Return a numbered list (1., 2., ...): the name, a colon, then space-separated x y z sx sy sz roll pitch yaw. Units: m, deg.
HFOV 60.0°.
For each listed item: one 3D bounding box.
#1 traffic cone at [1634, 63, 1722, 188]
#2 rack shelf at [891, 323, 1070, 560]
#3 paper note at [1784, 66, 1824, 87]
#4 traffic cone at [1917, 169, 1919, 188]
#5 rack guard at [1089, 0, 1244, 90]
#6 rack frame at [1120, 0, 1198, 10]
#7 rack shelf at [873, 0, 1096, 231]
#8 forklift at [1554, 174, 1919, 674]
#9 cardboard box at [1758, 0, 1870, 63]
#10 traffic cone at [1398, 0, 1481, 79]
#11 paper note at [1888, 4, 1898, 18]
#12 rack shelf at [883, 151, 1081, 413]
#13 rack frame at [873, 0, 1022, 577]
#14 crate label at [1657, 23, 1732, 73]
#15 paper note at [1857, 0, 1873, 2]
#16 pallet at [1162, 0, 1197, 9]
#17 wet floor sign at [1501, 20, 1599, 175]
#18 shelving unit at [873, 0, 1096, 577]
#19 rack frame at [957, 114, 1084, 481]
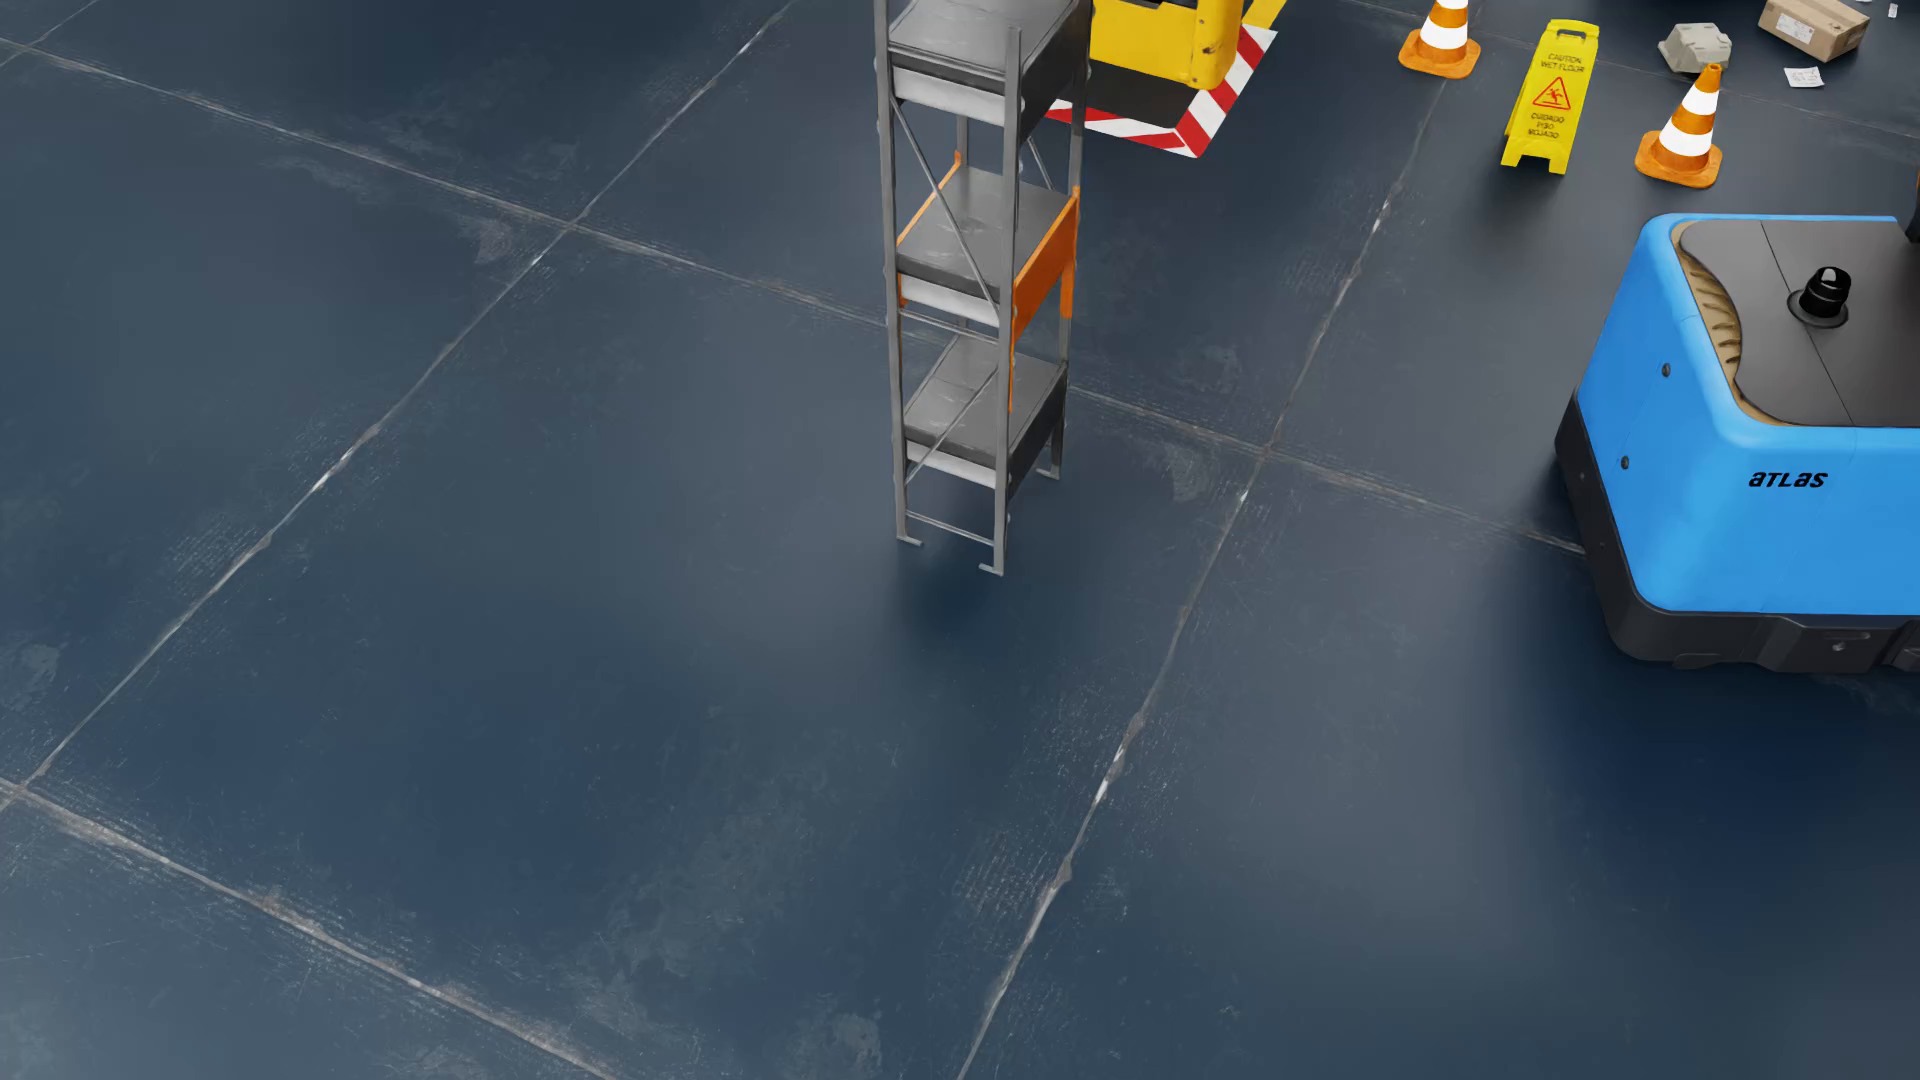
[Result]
1. traffic cone: 3.081 -1.780 6.961 0.336 0.463 0.334 20 52 16
2. rack shelf: 0.071 -0.332 5.591 0.431 0.518 0.480 20 52 16
3. paper note: 3.817 -2.096 7.513 0.148 0.019 0.142 4 50 3
4. traffic cone: 4.230 -1.653 6.853 0.336 0.463 0.334 20 52 16
5. rack guard: 0.684 -2.474 7.527 1.175 0.500 0.348 20 52 16
6. rack frame: 0.694 -3.301 6.589 1.000 3.000 0.127 20 52 16
7. rack shelf: 0.071 -1.239 4.525 0.431 0.518 0.480 20 52 16
8. forklift: 3.630 -0.893 4.586 3.031 2.935 1.130 1 50 1
9. cardboard box: 3.946 -2.395 7.690 0.250 0.149 0.380 -28 55 -22
10. traffic cone: 2.205 -2.382 7.473 0.336 0.463 0.334 20 52 16
11. paper note: 4.420 -2.508 7.877 0.032 0.001 0.123 20 52 16
12. rack shelf: 0.071 -0.786 5.058 0.431 0.518 0.480 20 52 16
13. rack frame: -0.034 -0.626 4.904 0.400 2.100 0.015 20 52 16
14. crate label: 3.361 -2.236 7.563 0.250 0.136 0.298 -4 50 -3
15. paper note: 4.316 -2.628 7.974 0.142 0.019 0.148 -37 59 -27
16. pallet: 0.965 -2.973 8.141 1.003 0.211 1.213 20 52 16
17. wet floor sign: 2.472 -1.873 6.920 0.267 0.644 0.232 12 51 10
18. shelving unit: 0.071 -0.794 5.047 0.431 2.100 0.503 20 52 16
19. rack frame: 0.175 -0.962 5.190 0.400 2.100 0.015 20 52 16
